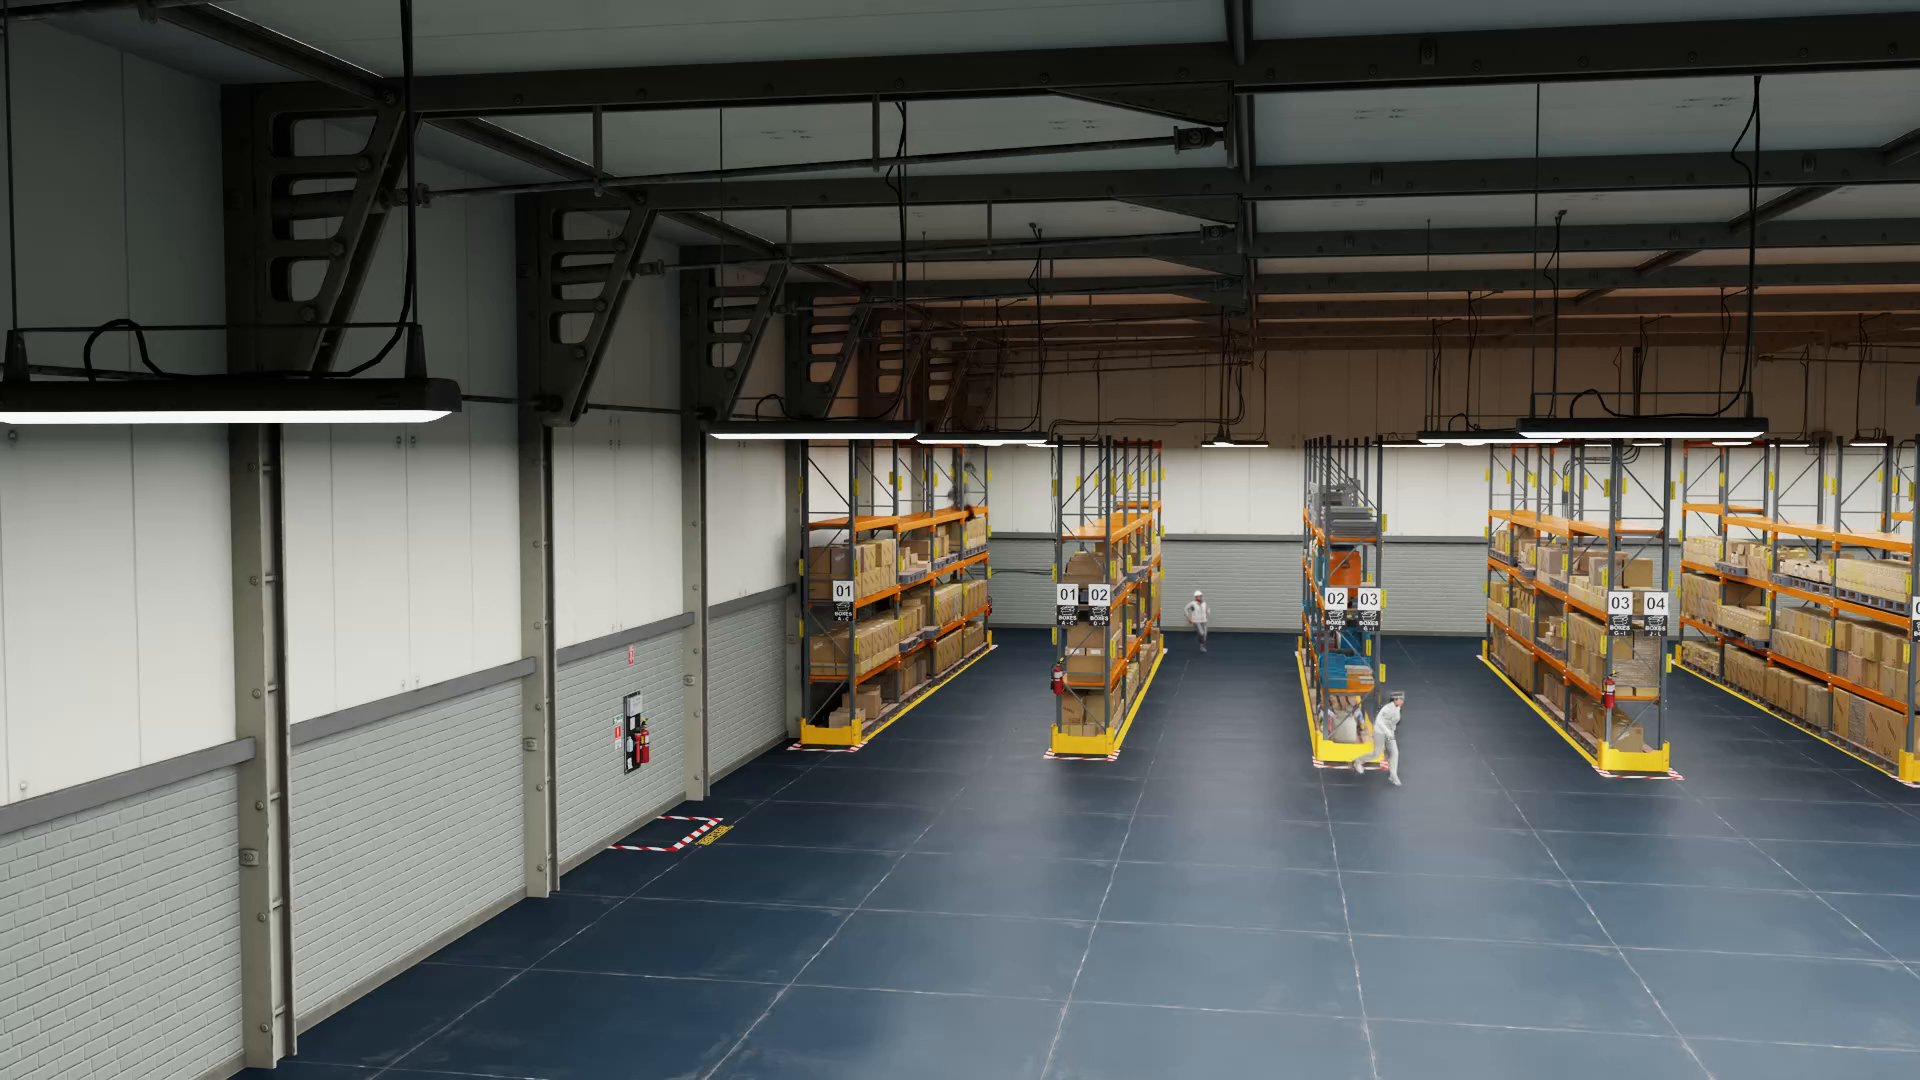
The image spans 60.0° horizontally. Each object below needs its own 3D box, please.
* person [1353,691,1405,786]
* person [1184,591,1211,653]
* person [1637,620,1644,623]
[{"bbox_3d":[7.267,3.389,28.730,0.911,1.630,0.646,3,4,39],"label":"person"},{"bbox_3d":[6.746,2.312,46.954,0.775,1.748,0.644,-1,3,-21],"label":"person"},{"bbox_3d":[18.053,2.518,44.652,0.688,1.622,0.515,2,4,31],"label":"person"}]
